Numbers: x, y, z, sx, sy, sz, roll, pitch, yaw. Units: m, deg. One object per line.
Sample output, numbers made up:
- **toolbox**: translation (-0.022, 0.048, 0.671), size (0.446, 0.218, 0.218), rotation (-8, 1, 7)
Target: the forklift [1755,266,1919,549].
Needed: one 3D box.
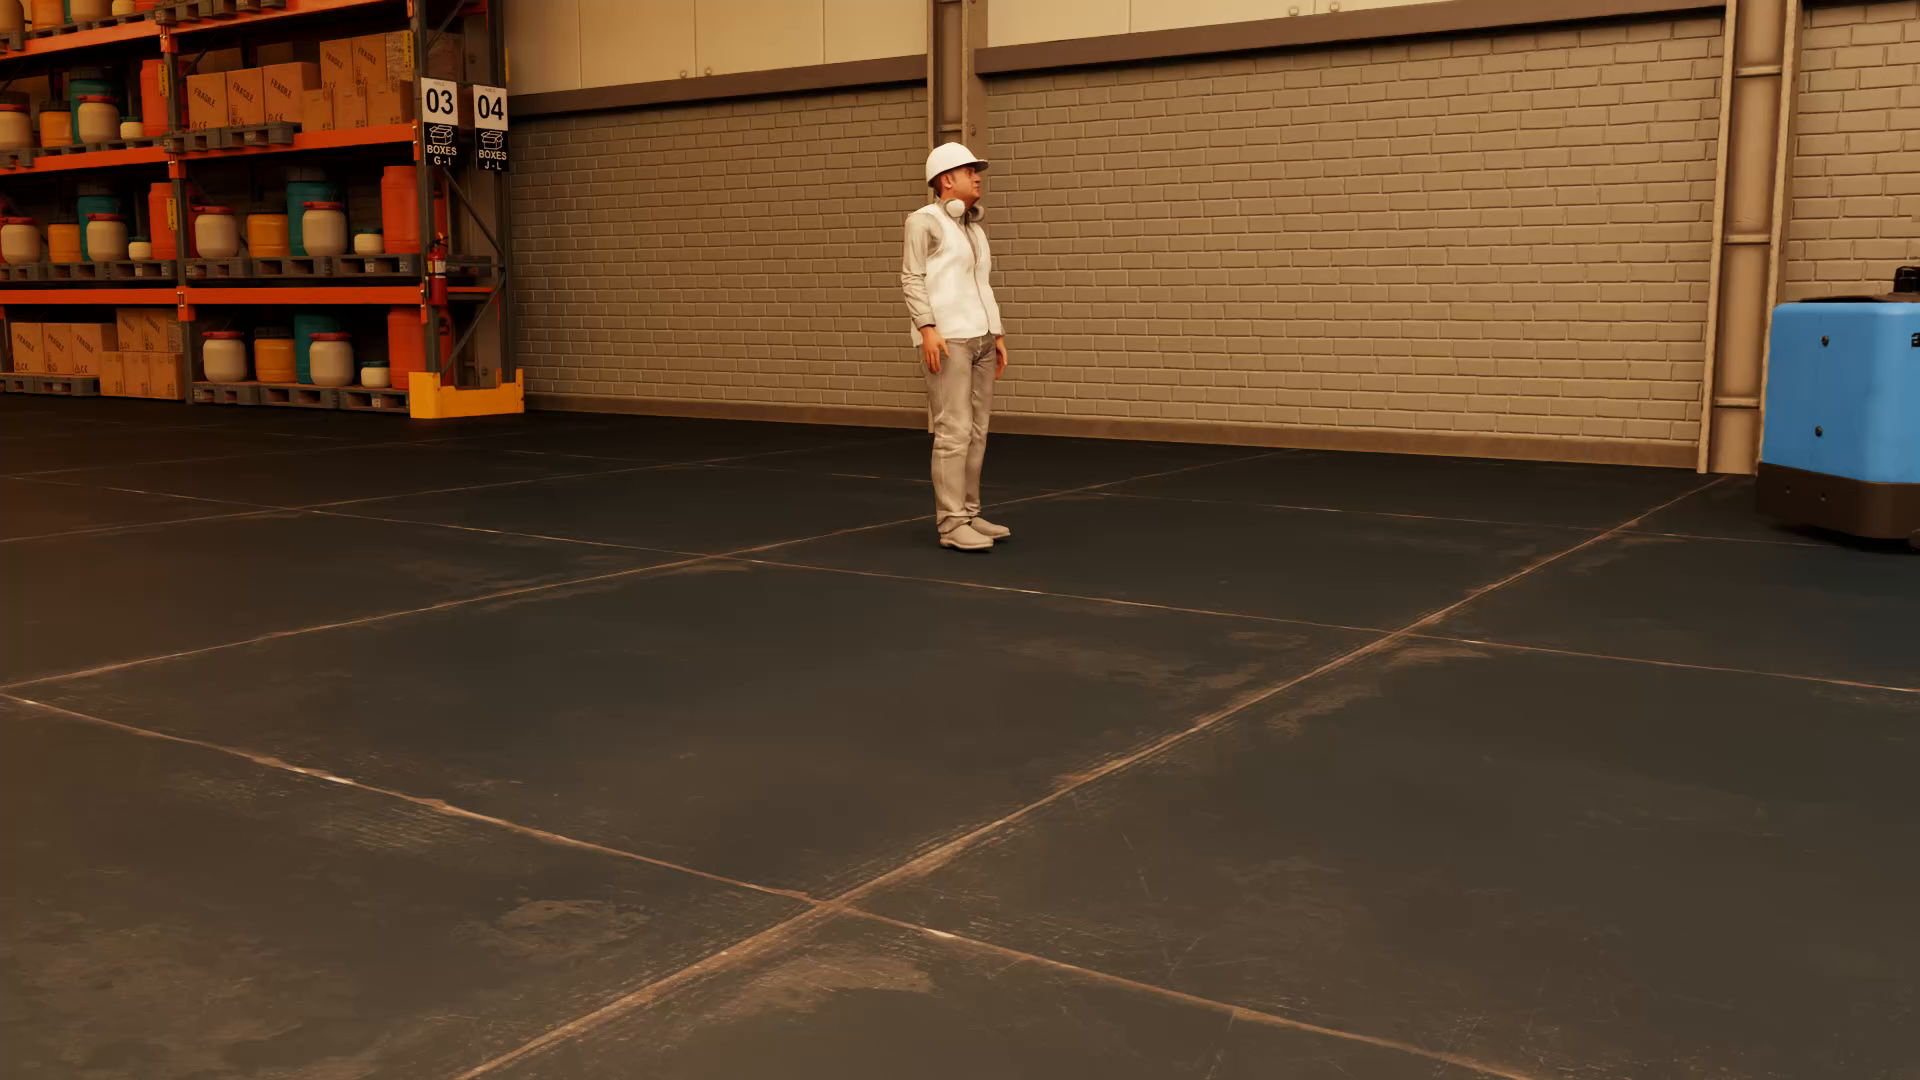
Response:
- **forklift**: translation (5.387, -1.464, 7.486), size (3.031, 2.935, 1.130), rotation (0, 8, -2)

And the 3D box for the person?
- **person**: translation (0.049, -0.880, 7.435), size (0.564, 1.773, 0.632), rotation (5, 10, 34)
